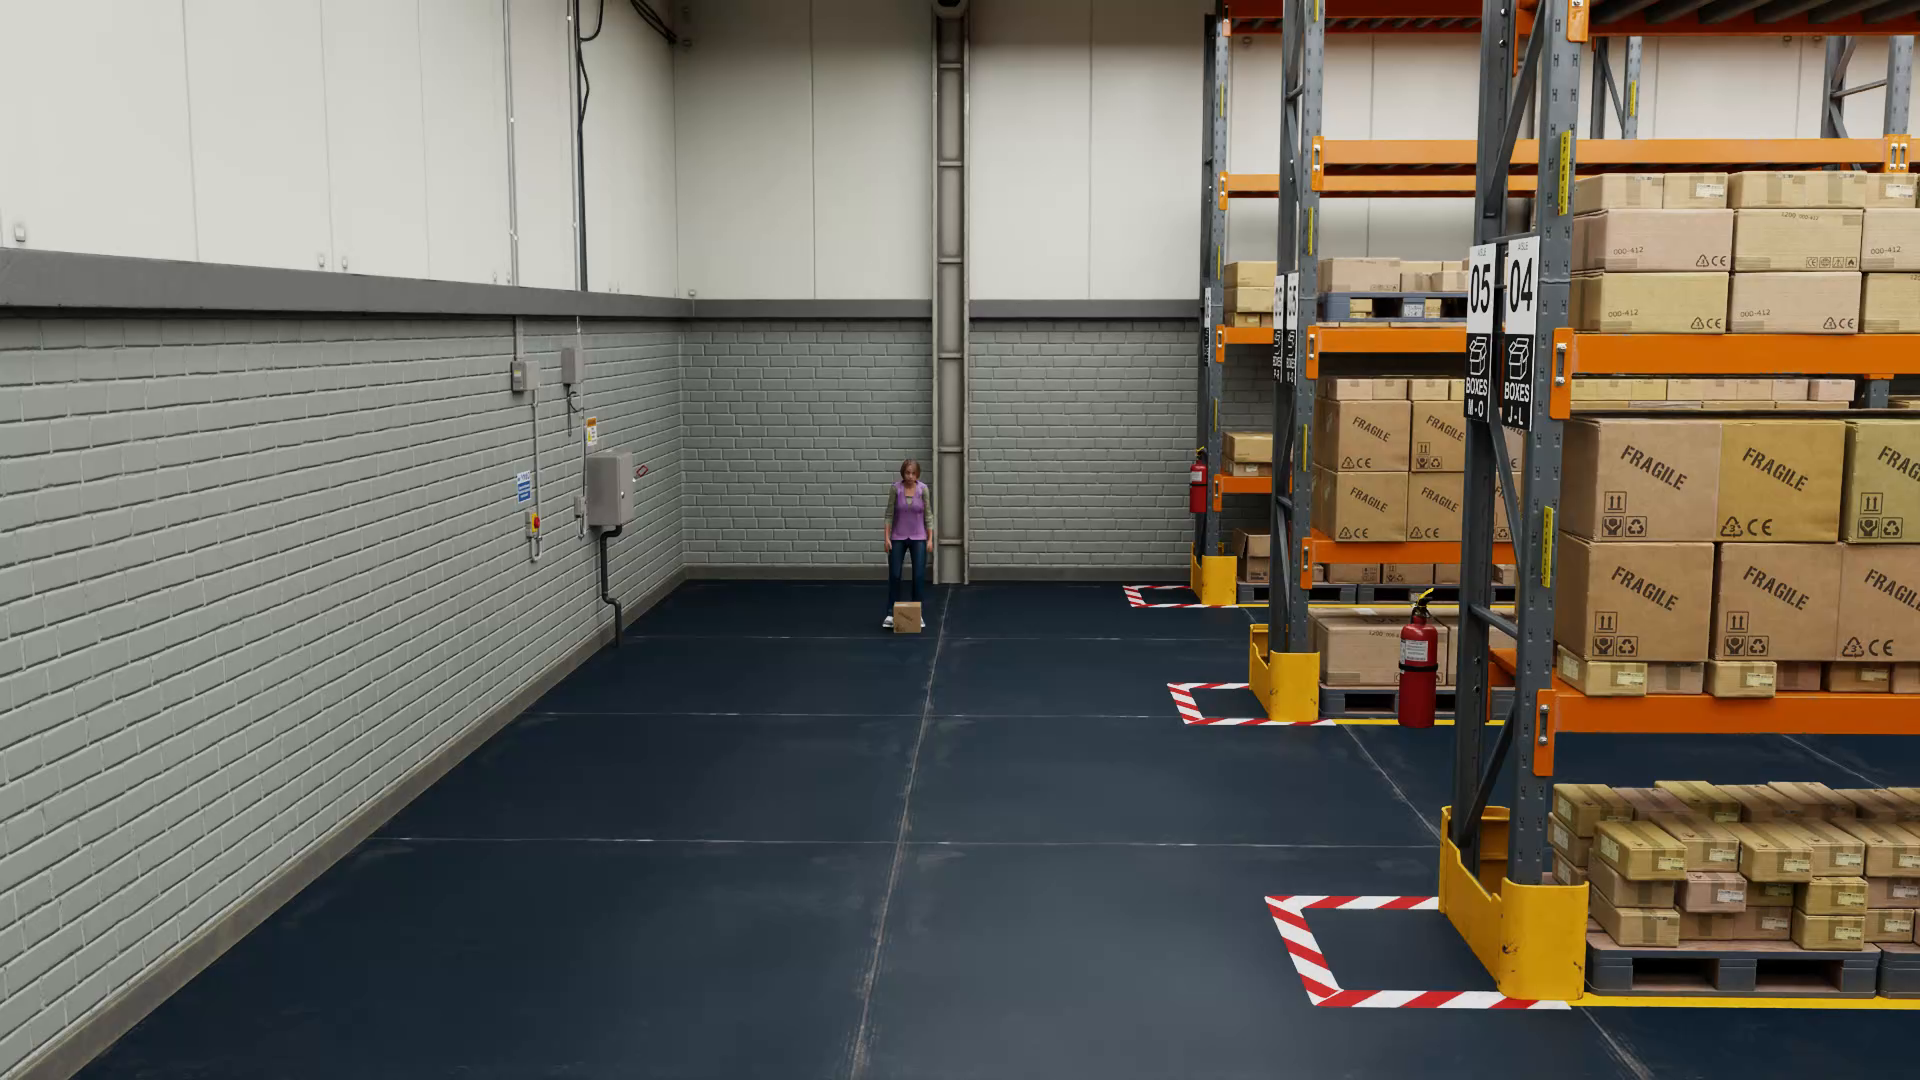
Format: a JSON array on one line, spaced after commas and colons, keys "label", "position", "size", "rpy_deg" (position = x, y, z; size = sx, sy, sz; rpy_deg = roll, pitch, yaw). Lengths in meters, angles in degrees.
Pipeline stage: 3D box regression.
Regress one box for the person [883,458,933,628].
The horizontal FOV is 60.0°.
[{"label": "person", "position": [-0.489, 0.029, 15.647], "size": [0.484, 1.581, 0.346], "rpy_deg": [0, 7, -2]}]
